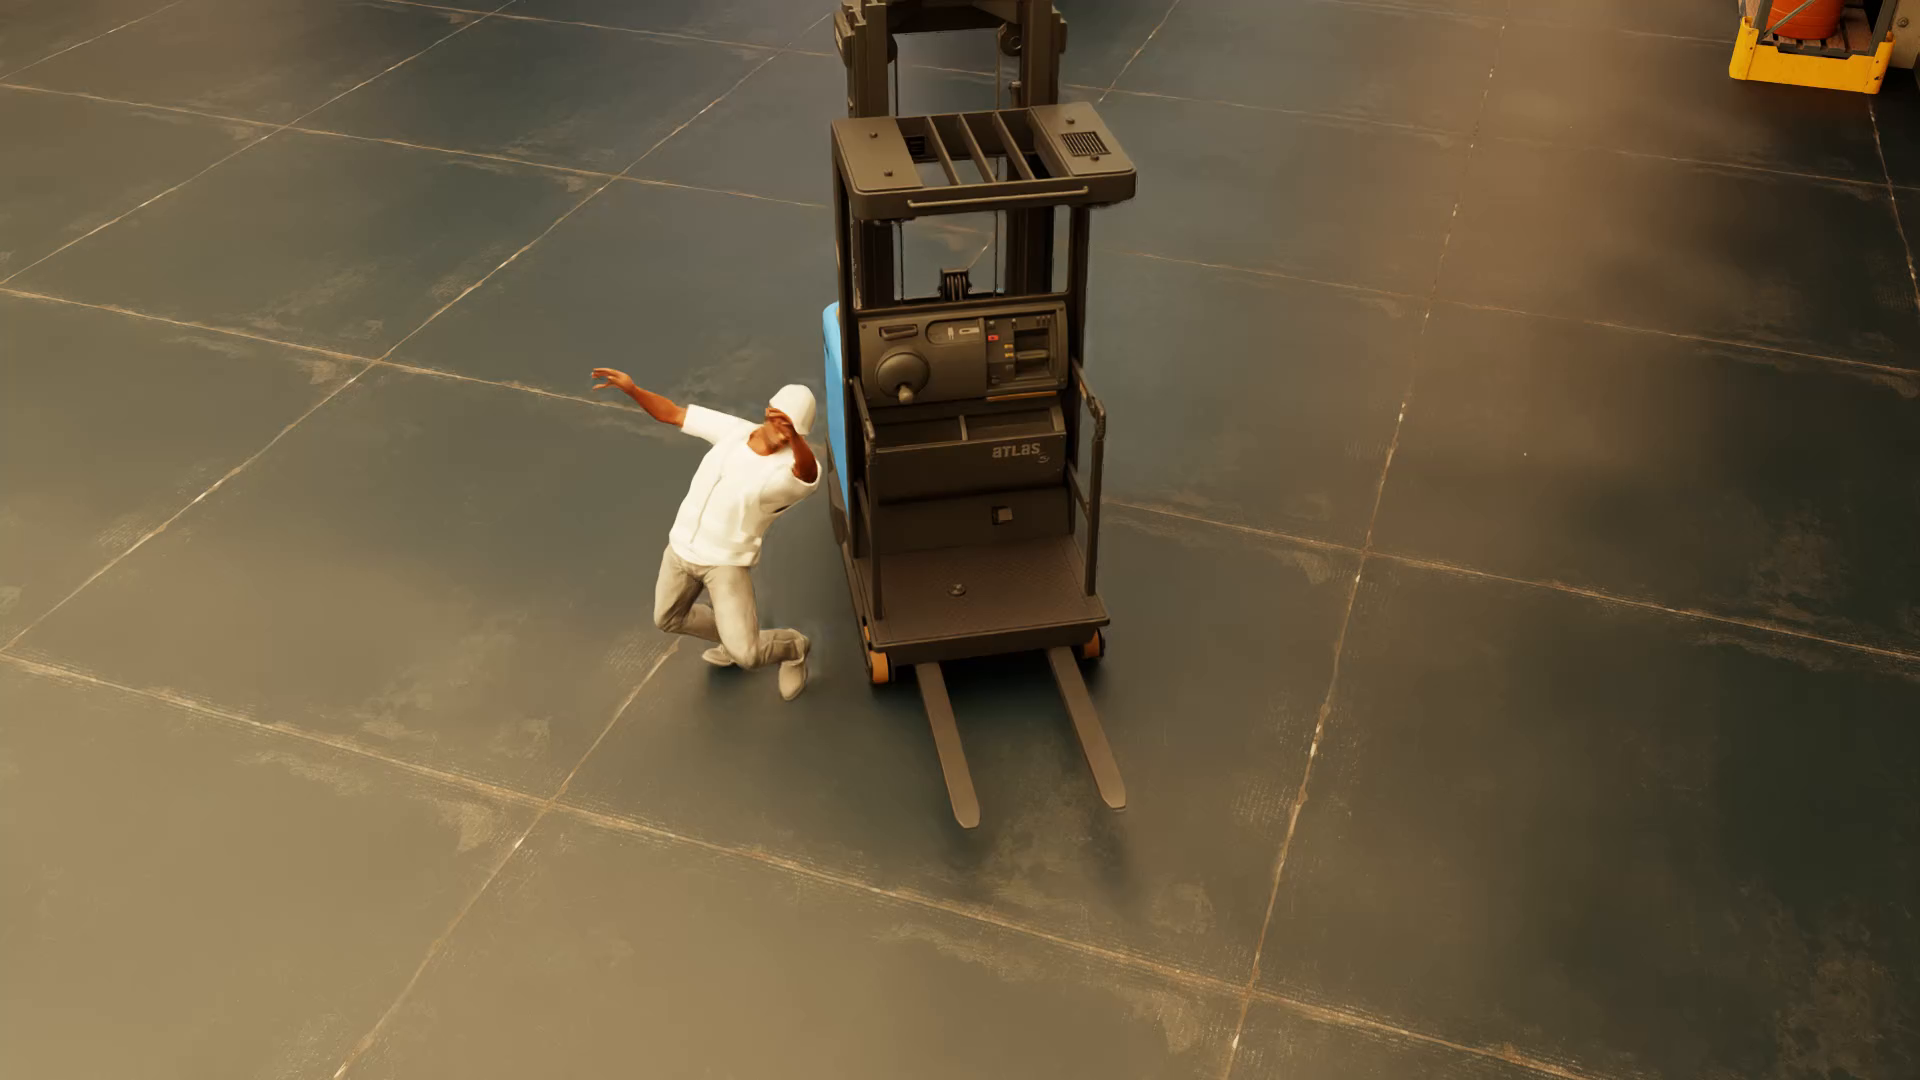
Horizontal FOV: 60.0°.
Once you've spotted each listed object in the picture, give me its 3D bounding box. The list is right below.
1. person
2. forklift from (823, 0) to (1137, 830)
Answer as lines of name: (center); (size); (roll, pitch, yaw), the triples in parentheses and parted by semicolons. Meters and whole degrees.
person: (-0.996, -0.083, 7.326); (1.028, 1.643, 0.753); (25, 42, 31)
forklift: (0.062, -0.757, 7.179); (1.130, 2.935, 3.031); (-6, 36, -9)
